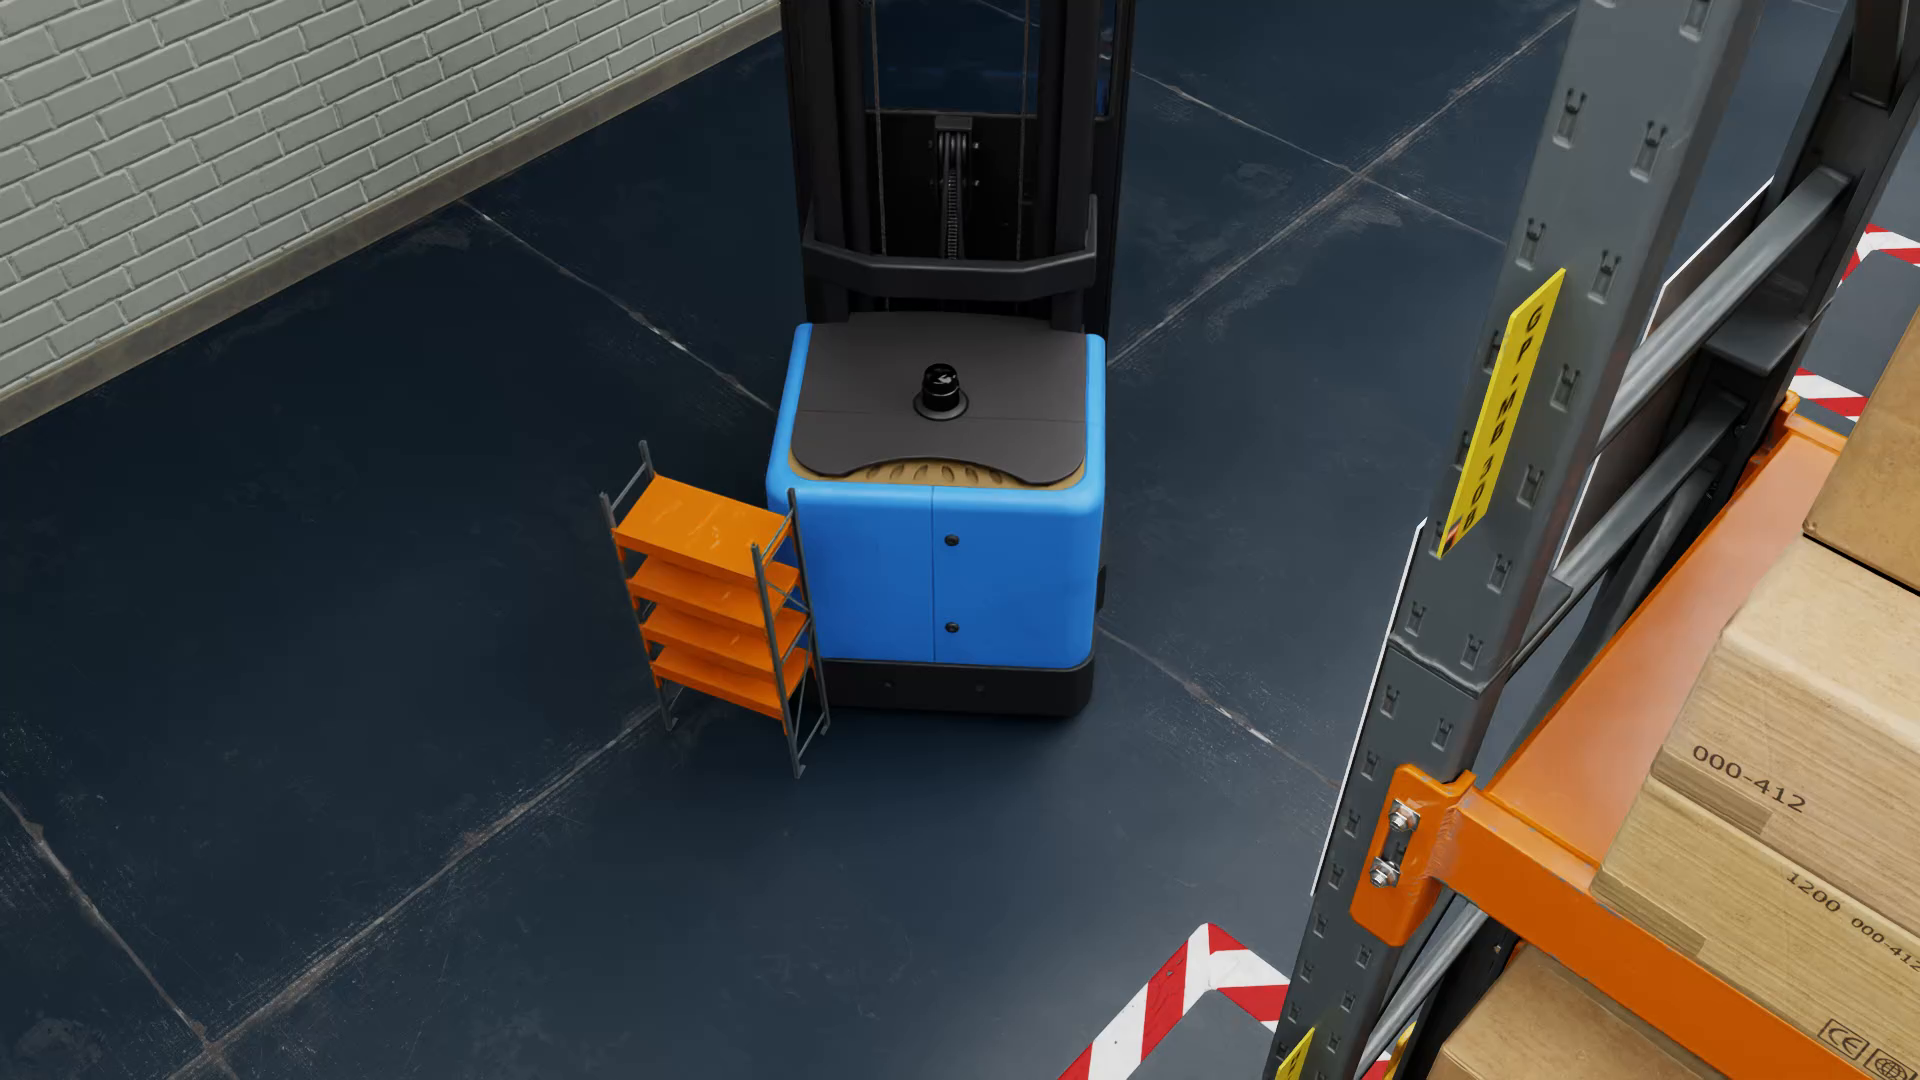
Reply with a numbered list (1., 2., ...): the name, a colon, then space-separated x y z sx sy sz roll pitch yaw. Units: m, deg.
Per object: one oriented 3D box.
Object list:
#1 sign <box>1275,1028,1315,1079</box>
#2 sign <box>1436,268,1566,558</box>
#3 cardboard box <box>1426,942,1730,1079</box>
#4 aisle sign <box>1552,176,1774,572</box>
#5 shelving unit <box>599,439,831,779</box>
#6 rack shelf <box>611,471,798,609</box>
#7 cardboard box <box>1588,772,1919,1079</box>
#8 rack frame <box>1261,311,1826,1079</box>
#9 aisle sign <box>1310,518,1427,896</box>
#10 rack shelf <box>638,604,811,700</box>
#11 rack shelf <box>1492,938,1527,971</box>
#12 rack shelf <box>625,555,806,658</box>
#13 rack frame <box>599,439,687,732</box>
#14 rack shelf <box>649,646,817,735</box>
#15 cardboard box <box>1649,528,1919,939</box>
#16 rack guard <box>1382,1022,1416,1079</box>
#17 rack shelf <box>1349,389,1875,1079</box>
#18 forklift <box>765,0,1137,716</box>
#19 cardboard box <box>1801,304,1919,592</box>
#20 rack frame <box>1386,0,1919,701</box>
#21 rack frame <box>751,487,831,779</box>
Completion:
1. sign: 0.534 0.911 2.743 0.005 0.325 0.100 34 55 28
2. sign: 0.534 -0.118 1.646 0.005 0.325 0.100 34 55 28
3. cardboard box: 1.049 0.901 2.592 0.500 0.500 0.500 36 56 29
4. aisle sign: 1.059 -0.171 2.570 0.004 0.787 0.394 34 55 28
5. shelving unit: -0.732 0.249 5.183 0.503 1.200 0.258 18 53 16
6. rack shelf: -0.742 -0.003 4.881 0.480 0.148 0.258 18 53 16
7. cardboard box: 1.107 0.332 1.926 0.500 0.250 0.500 34 55 28
8. rack frame: 0.902 0.917 3.332 0.127 3.000 1.000 34 55 28
9. aisle sign: 0.652 0.151 2.268 0.004 0.787 0.394 34 55 28
10. rack shelf: -0.730 0.292 5.234 0.480 0.148 0.258 18 53 16
11. rack shelf: 2.371 2.152 2.665 4.000 0.370 1.077 34 55 28
12. rack shelf: -0.736 0.149 5.063 0.480 0.148 0.258 18 53 16
13. rack frame: -0.956 0.178 5.250 0.015 1.200 0.240 18 53 16
14. rack shelf: -0.725 0.419 5.386 0.480 0.148 0.258 18 53 16
15. cardboard box: 1.103 0.164 1.741 0.500 0.250 0.500 34 55 28
16. rack guard: 0.957 1.810 4.208 0.348 0.500 1.175 34 55 28
17. rack shelf: 2.371 1.125 1.572 4.000 0.370 1.077 34 55 28
18. forklift: 0.008 -1.481 5.630 1.130 2.935 3.031 3 47 2
19. cardboard box: 1.290 -0.241 1.607 0.500 0.500 0.700 34 55 28
20. rack frame: 0.902 -1.137 1.145 0.127 3.000 1.000 34 55 28
21. rack frame: -0.508 0.320 5.116 0.015 1.200 0.240 18 53 16
